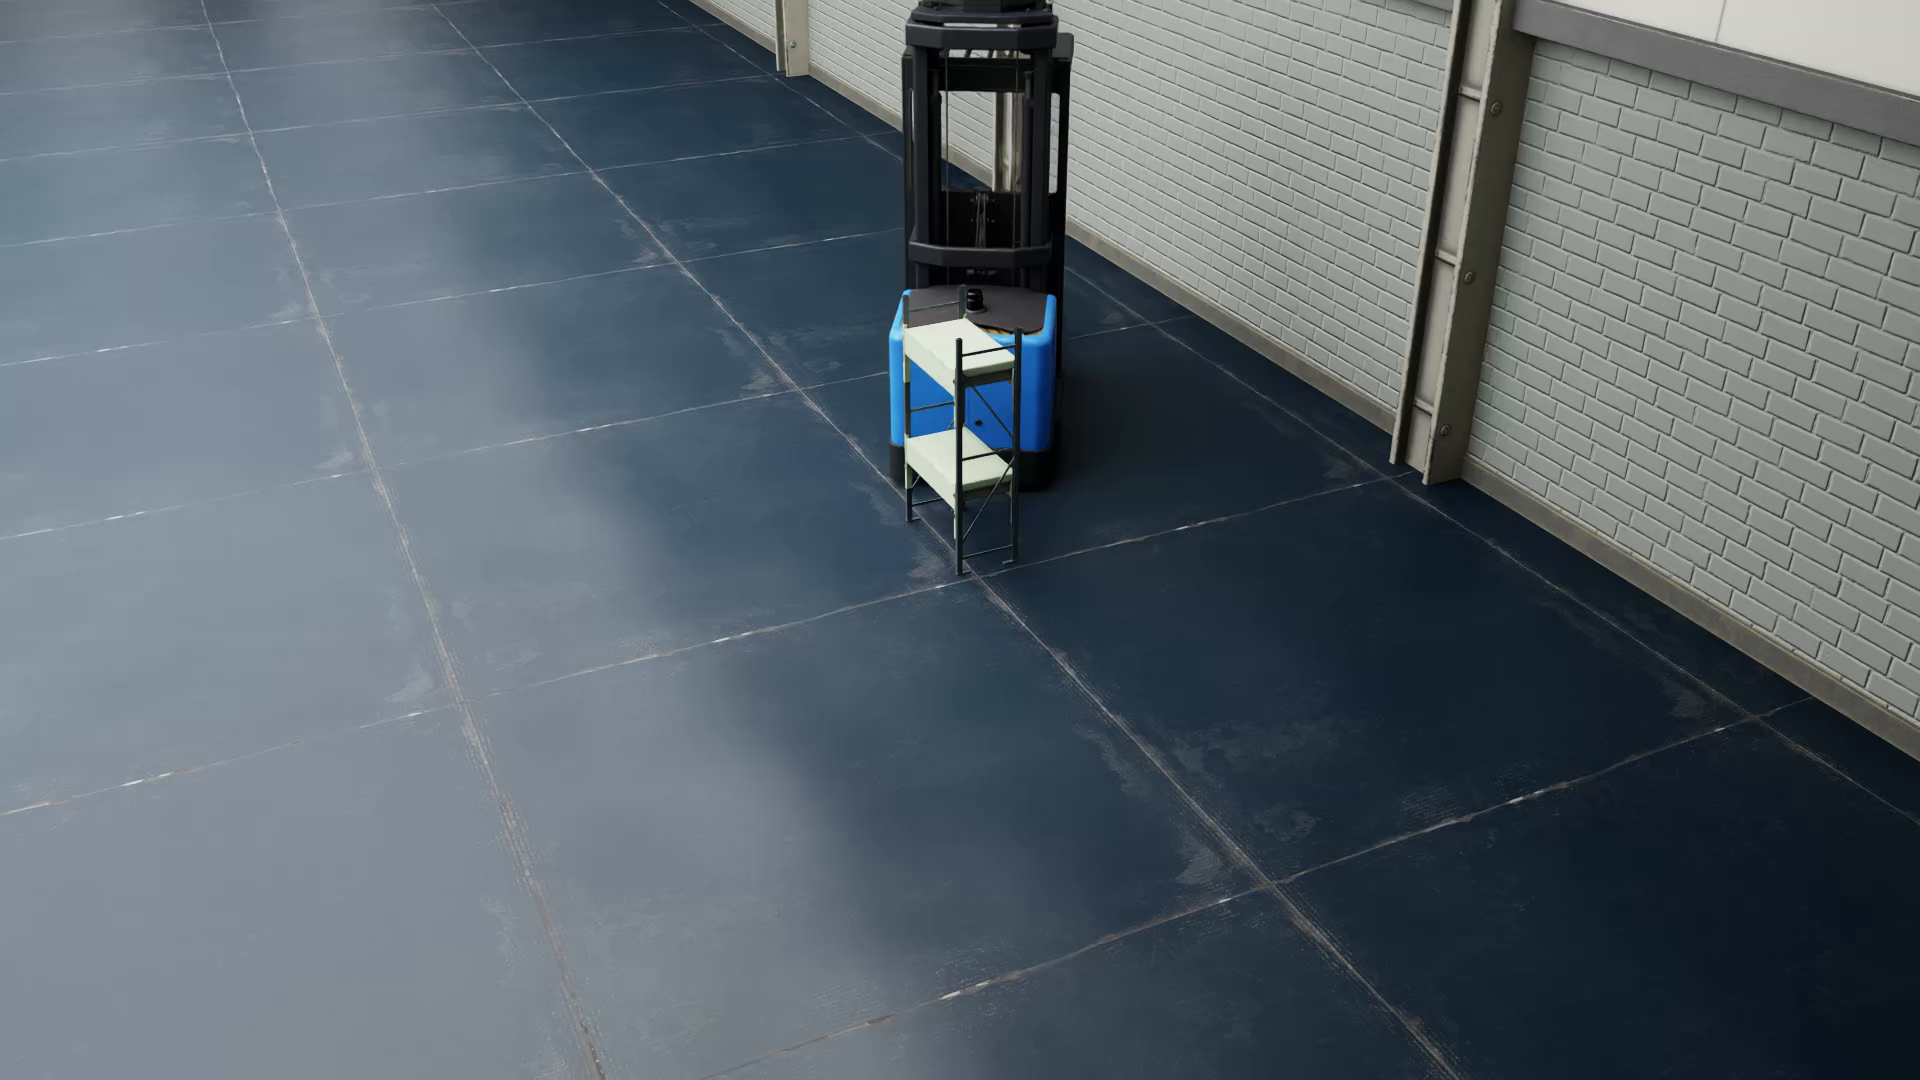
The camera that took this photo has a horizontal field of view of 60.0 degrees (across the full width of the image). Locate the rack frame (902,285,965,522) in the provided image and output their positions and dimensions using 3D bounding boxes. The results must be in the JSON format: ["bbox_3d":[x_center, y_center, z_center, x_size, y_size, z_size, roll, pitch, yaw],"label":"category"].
[{"bbox_3d":[-0.154,-0.813,10.139,0.400,1.500,0.023,-13,32,-22],"label":"rack frame"}]

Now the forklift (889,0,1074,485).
[{"bbox_3d":[0.190,-2.325,11.372,1.130,2.935,3.031,2,29,4],"label":"forklift"}]

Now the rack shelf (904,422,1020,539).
[{"bbox_3d":[0.003,-0.367,10.010,0.431,0.370,0.720,-13,32,-22],"label":"rack shelf"}]

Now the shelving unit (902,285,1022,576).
[{"bbox_3d":[0.003,-0.651,9.851,0.431,1.500,0.755,-13,32,-22],"label":"shelving unit"}]

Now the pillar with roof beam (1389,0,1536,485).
[{"bbox_3d":[-0.785,-3.497,7.259,9.100,9.000,0.400,-13,32,-22],"label":"pillar with roof beam"}]

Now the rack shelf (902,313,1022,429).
[{"bbox_3d":[0.003,-0.992,9.660,0.431,0.370,0.720,-13,32,-22],"label":"rack shelf"}]

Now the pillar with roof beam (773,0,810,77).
[{"bbox_3d":[-5.936,-8.798,16.712,9.100,9.000,0.400,-13,32,-22],"label":"pillar with roof beam"}]

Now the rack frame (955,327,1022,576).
[{"bbox_3d":[0.160,-0.490,9.562,0.400,1.500,0.023,-13,32,-22],"label":"rack frame"}]

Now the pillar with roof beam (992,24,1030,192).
[{"bbox_3d":[-3.360,-6.148,11.985,9.100,9.000,0.400,-13,32,-22],"label":"pillar with roof beam"}]
